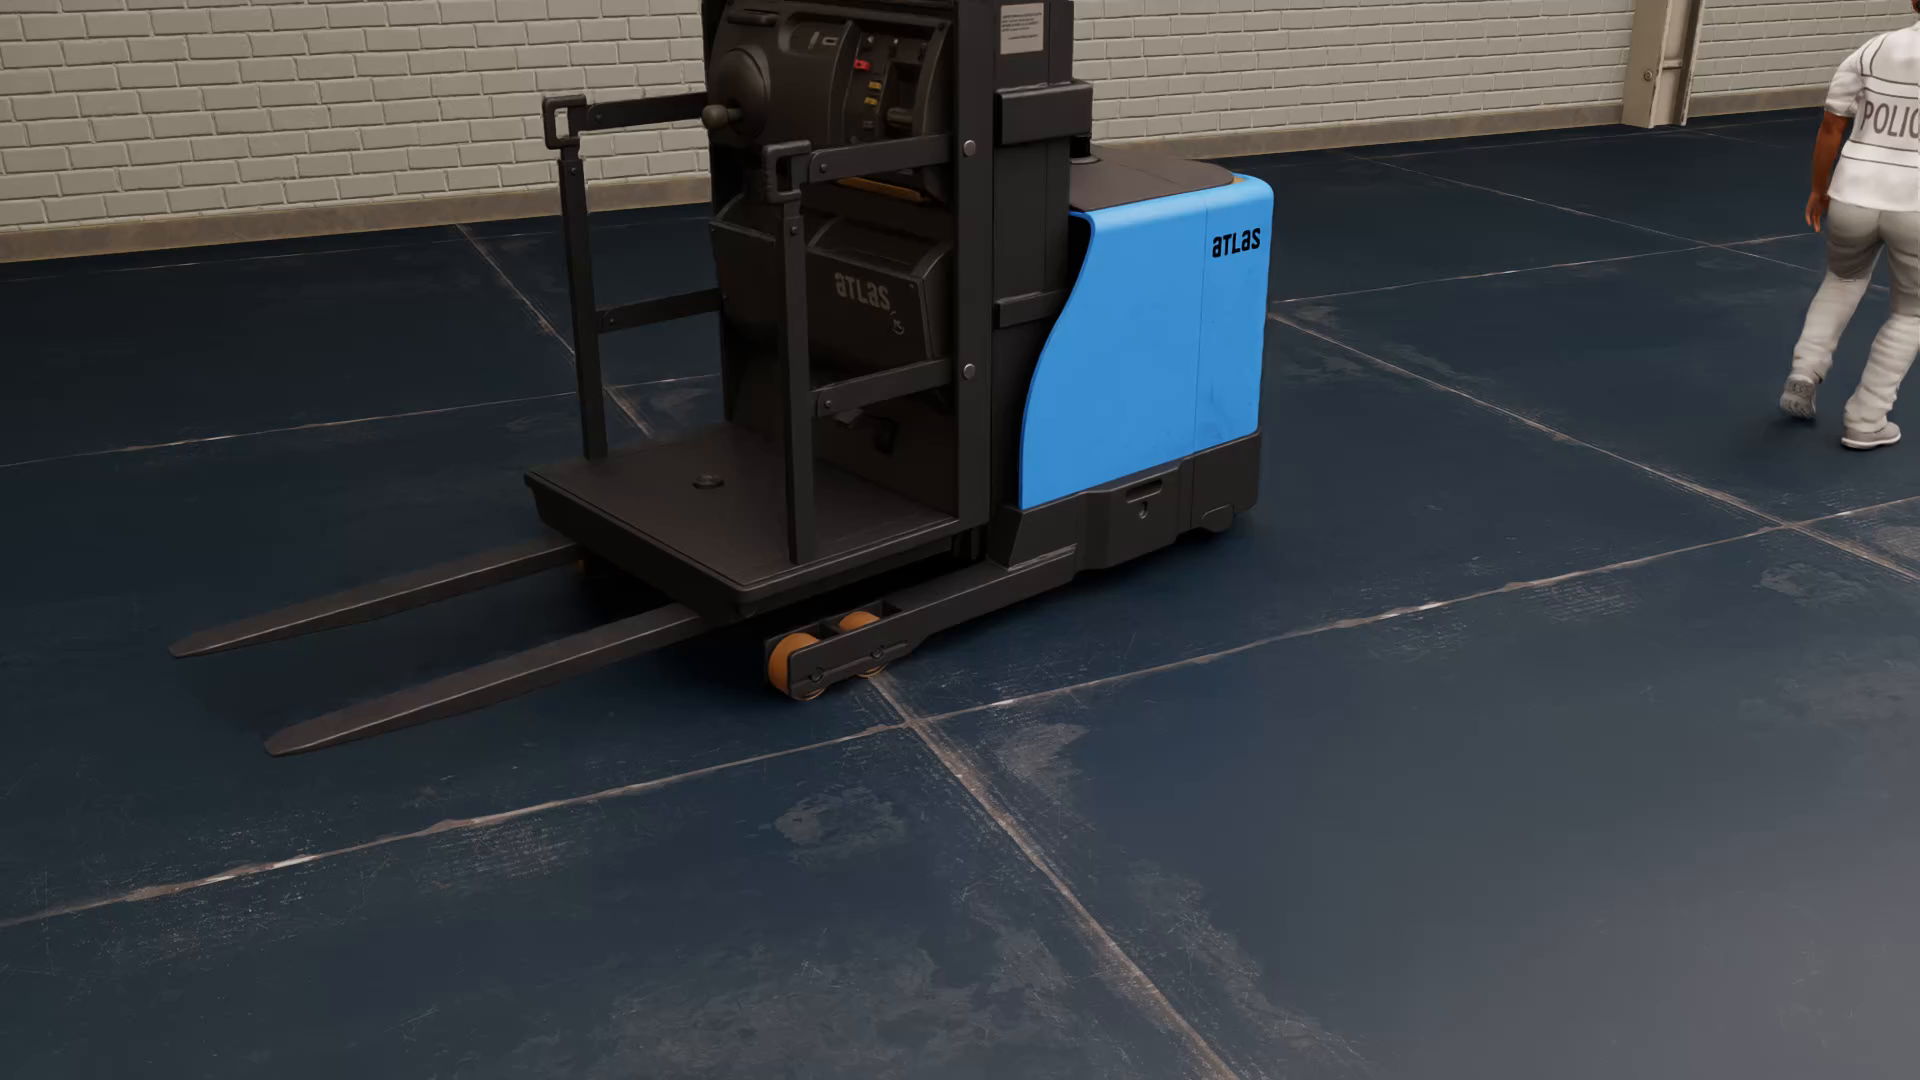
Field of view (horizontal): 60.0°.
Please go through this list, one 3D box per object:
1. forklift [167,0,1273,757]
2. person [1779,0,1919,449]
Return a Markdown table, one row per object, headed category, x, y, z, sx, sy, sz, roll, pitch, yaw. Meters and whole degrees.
| category | x | y | z | sx | sy | sz | roll | pitch | yaw |
| --- | --- | --- | --- | --- | --- | --- | --- | --- | --- |
| forklift | -0.510 | -1.179 | 4.125 | 3.031 | 2.935 | 1.130 | -19 | 29 | -37 |
| person | 3.239 | -1.147 | 5.736 | 0.489 | 1.652 | 0.596 | -18 | 29 | -37 |
